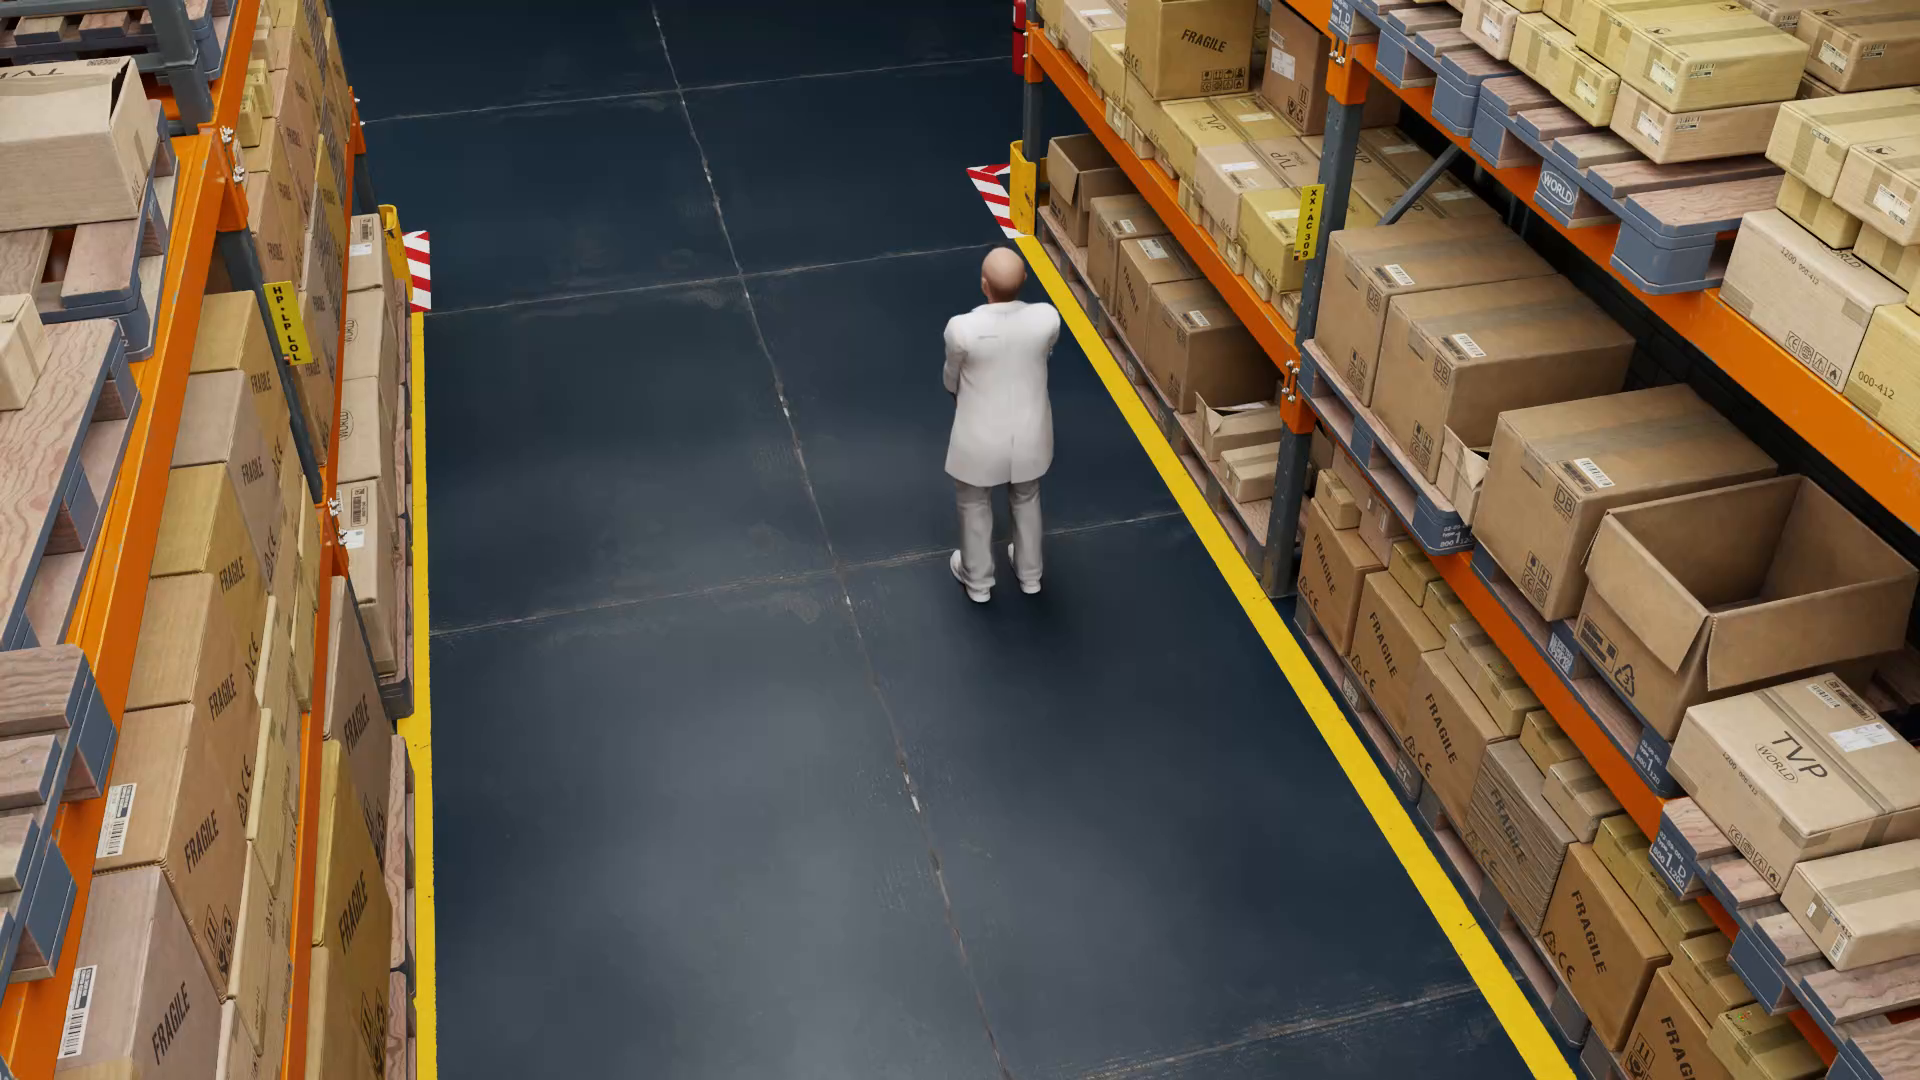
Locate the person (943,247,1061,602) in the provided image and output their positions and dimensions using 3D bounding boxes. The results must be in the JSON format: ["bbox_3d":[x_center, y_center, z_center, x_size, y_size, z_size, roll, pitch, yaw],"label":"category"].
[{"bbox_3d":[0.153,-0.569,7.467,0.525,1.779,0.554,-10,39,-12],"label":"person"}]
